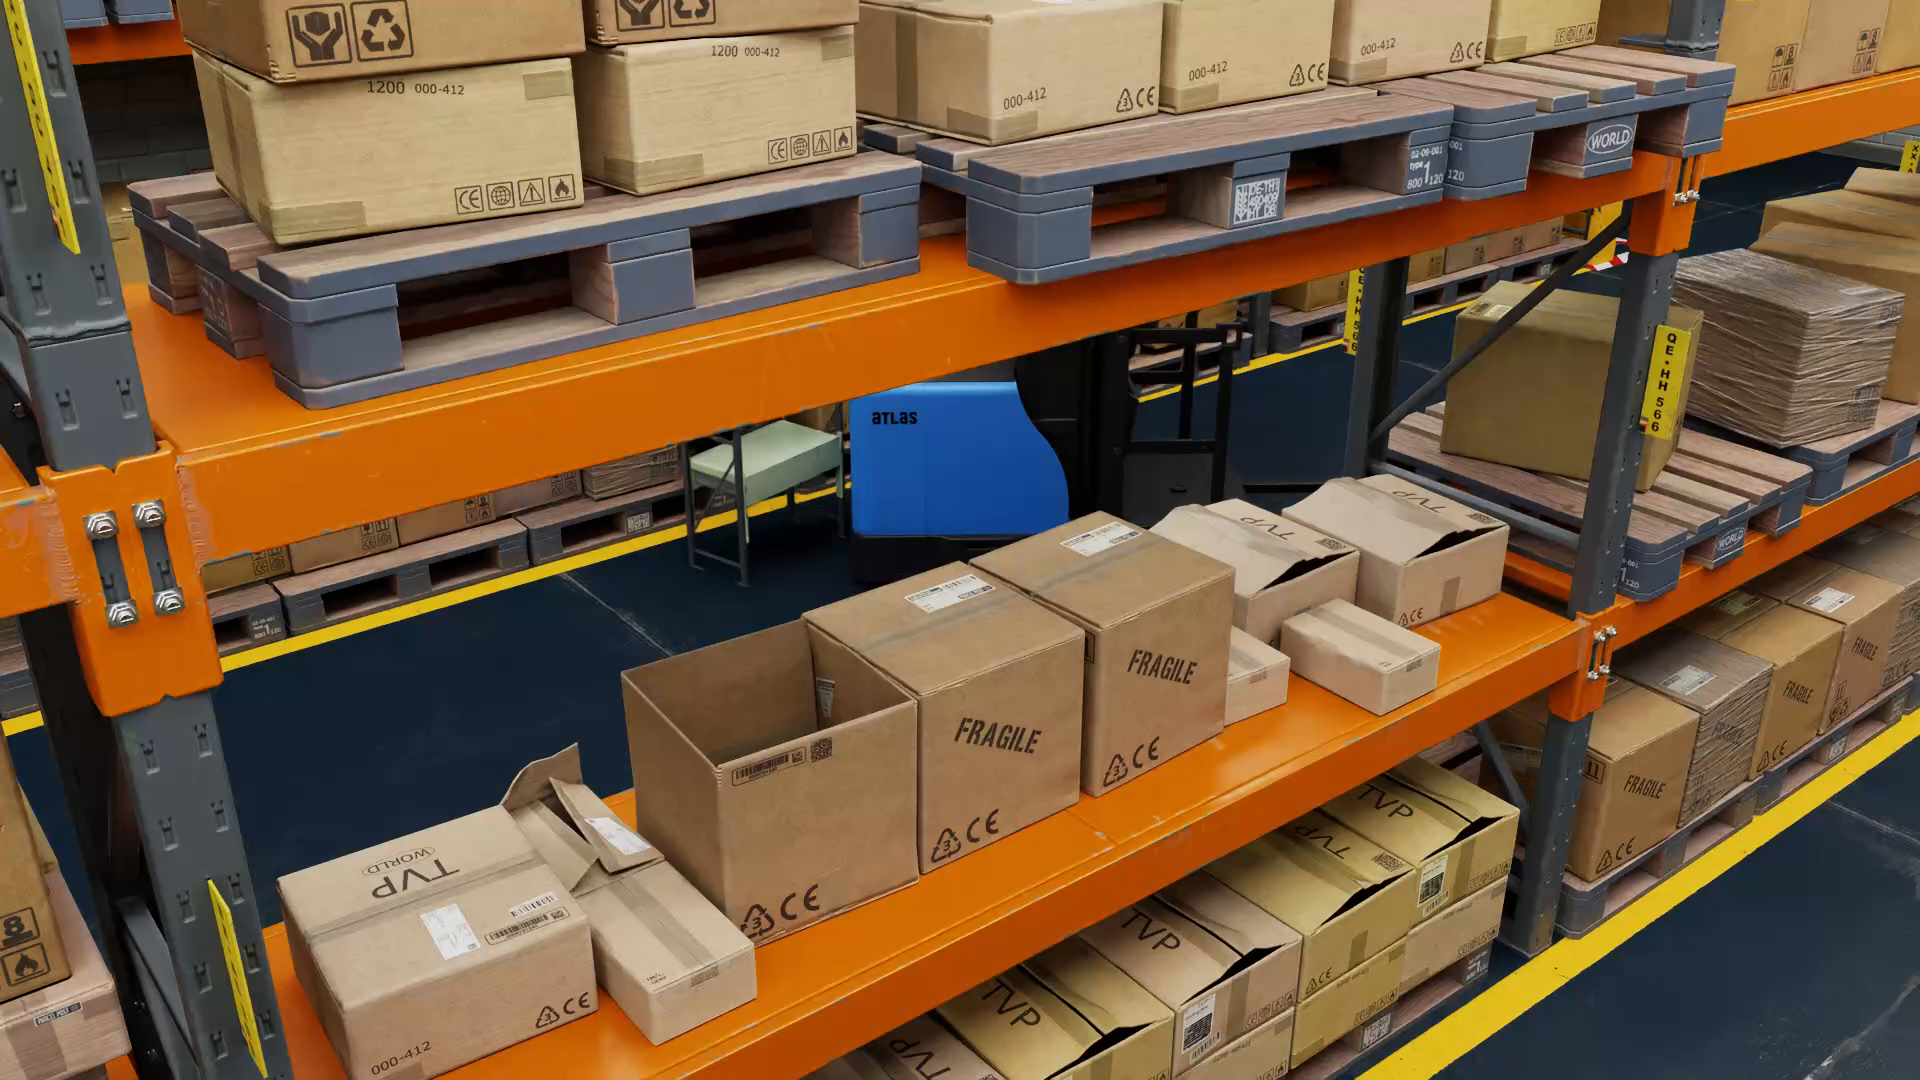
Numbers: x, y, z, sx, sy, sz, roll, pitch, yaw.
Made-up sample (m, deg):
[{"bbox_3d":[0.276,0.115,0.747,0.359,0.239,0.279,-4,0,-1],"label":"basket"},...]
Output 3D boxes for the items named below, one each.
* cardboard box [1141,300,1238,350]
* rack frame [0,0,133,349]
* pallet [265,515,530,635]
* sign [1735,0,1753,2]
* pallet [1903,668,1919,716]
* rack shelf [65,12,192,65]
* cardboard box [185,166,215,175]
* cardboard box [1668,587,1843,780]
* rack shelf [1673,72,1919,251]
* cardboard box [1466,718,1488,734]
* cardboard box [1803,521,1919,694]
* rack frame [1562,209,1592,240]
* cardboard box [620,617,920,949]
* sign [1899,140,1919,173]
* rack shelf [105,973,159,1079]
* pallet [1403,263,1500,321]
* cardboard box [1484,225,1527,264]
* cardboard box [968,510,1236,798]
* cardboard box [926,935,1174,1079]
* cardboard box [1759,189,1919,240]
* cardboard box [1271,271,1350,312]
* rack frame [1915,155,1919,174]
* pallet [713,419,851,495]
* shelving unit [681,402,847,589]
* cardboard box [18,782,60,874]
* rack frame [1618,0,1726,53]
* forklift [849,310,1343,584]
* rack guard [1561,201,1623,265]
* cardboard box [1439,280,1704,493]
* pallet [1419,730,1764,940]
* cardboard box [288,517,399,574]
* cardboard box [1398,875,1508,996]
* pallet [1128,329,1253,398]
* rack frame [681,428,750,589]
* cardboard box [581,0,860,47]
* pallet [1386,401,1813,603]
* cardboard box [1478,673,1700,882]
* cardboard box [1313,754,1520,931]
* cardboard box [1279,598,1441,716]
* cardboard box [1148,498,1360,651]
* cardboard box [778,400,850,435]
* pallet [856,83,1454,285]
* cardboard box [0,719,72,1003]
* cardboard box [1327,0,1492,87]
[{"bbox_3d":[1.337,-1.791,11.101,0.750,0.750,0.750,-18,30,-33],"label":"cardboard box"},{"bbox_3d":[-1.468,-1.791,1.919,0.127,3.000,1.000,-18,31,-34],"label":"rack frame"},{"bbox_3d":[-2.955,0.034,8.426,1.213,0.211,1.003,-18,31,-34],"label":"pallet"},{"bbox_3d":[2.016,-1.554,4.263,0.005,0.325,0.100,-18,31,-34],"label":"sign"},{"bbox_3d":[4.211,0.341,7.765,1.213,0.211,1.003,-18,31,-34],"label":"pallet"},{"bbox_3d":[-2.953,-2.264,7.355,4.000,0.370,1.077,-18,31,-34],"label":"rack shelf"},{"bbox_3d":[-3.163,-1.400,7.561,0.500,0.500,0.700,-14,28,-27],"label":"cardboard box"},{"bbox_3d":[3.021,0.536,6.480,0.500,0.500,0.500,-19,31,-35],"label":"cardboard box"},{"bbox_3d":[3.254,-1.663,6.061,4.000,0.370,1.077,-18,31,-34],"label":"rack shelf"},{"bbox_3d":[2.271,0.505,6.546,0.500,0.500,0.500,-17,30,-32],"label":"cardboard box"},{"bbox_3d":[3.827,0.265,7.062,0.500,0.500,0.500,-18,30,-33],"label":"cardboard box"},{"bbox_3d":[4.916,-3.827,13.433,0.127,3.000,1.000,-18,31,-34],"label":"rack frame"},{"bbox_3d":[-0.439,0.554,3.874,0.500,0.500,0.500,-16,29,-30],"label":"cardboard box"},{"bbox_3d":[4.487,-1.718,7.861,0.005,0.325,0.100,-18,31,-34],"label":"sign"},{"bbox_3d":[-3.041,1.776,2.214,4.000,0.370,1.077,-18,31,-34],"label":"rack shelf"},{"bbox_3d":[3.376,-2.013,12.837,1.213,0.211,1.003,-18,31,-34],"label":"pallet"},{"bbox_3d":[4.033,-2.539,13.127,0.500,0.500,0.700,-18,31,-34],"label":"cardboard box"},{"bbox_3d":[0.370,0.287,4.449,0.500,0.500,0.500,-20,32,-37],"label":"cardboard box"},{"bbox_3d":[0.220,1.308,4.469,0.500,0.311,0.500,-17,30,-33],"label":"cardboard box"},{"bbox_3d":[3.815,-1.135,7.015,0.500,0.500,0.700,-13,28,-26],"label":"cardboard box"},{"bbox_3d":[2.420,-2.005,11.977,0.500,0.500,0.700,-18,30,-33],"label":"cardboard box"},{"bbox_3d":[4.828,-1.148,7.660,0.127,3.000,1.000,-18,31,-34],"label":"rack frame"},{"bbox_3d":[-0.713,-0.664,9.929,1.213,0.211,1.003,-18,31,-34],"label":"pallet"},{"bbox_3d":[-0.986,-0.617,8.298,0.431,1.500,0.755,18,30,33],"label":"shelving unit"},{"bbox_3d":[-1.799,0.596,3.012,0.250,0.149,0.380,-18,31,-34],"label":"cardboard box"},{"bbox_3d":[1.680,-2.830,4.158,0.127,3.000,1.000,-18,31,-34],"label":"rack frame"},{"bbox_3d":[0.962,-1.272,8.084,3.031,2.867,1.129,-1,25,-2],"label":"forklift"},{"bbox_3d":[4.935,-2.699,13.972,0.348,0.500,1.175,-18,31,-34],"label":"rack guard"},{"bbox_3d":[2.106,-0.545,5.745,0.700,0.500,0.500,15,29,29],"label":"cardboard box"},{"bbox_3d":[2.291,0.975,6.399,1.213,0.211,1.003,-18,31,-34],"label":"pallet"},{"bbox_3d":[-3.156,-0.242,8.155,0.500,0.500,0.700,-18,30,-33],"label":"cardboard box"},{"bbox_3d":[1.417,1.165,5.443,0.500,0.250,0.500,-17,30,-33],"label":"cardboard box"},{"bbox_3d":[1.207,-1.298,11.295,1.213,0.211,1.003,-18,31,-34],"label":"pallet"},{"bbox_3d":[-1.208,-0.495,8.034,0.400,1.500,0.023,18,30,33],"label":"rack frame"},{"bbox_3d":[-0.524,-1.196,2.988,0.500,0.500,0.500,-15,29,-29],"label":"cardboard box"},{"bbox_3d":[2.170,-0.221,5.891,1.003,0.211,1.213,-18,31,-34],"label":"pallet"},{"bbox_3d":[2.215,0.802,5.905,0.500,0.500,0.500,-17,30,-32],"label":"cardboard box"},{"bbox_3d":[1.420,0.911,5.325,0.500,0.311,0.500,-17,30,-33],"label":"cardboard box"},{"bbox_3d":[1.143,0.330,4.773,0.250,0.149,0.380,-18,31,-34],"label":"cardboard box"},{"bbox_3d":[0.857,0.100,5.077,0.500,0.311,0.500,-19,31,-35],"label":"cardboard box"},{"bbox_3d":[-0.720,-1.112,9.637,0.750,0.750,0.750,-19,31,-35],"label":"cardboard box"},{"bbox_3d":[0.323,-0.886,3.758,1.213,0.211,1.003,-17,30,-32],"label":"pallet"},{"bbox_3d":[-1.813,0.414,2.635,0.500,0.500,0.700,-18,30,-34],"label":"cardboard box"},{"bbox_3d":[0.957,-1.313,4.132,0.500,0.250,0.500,-17,30,-33],"label":"cardboard box"}]
